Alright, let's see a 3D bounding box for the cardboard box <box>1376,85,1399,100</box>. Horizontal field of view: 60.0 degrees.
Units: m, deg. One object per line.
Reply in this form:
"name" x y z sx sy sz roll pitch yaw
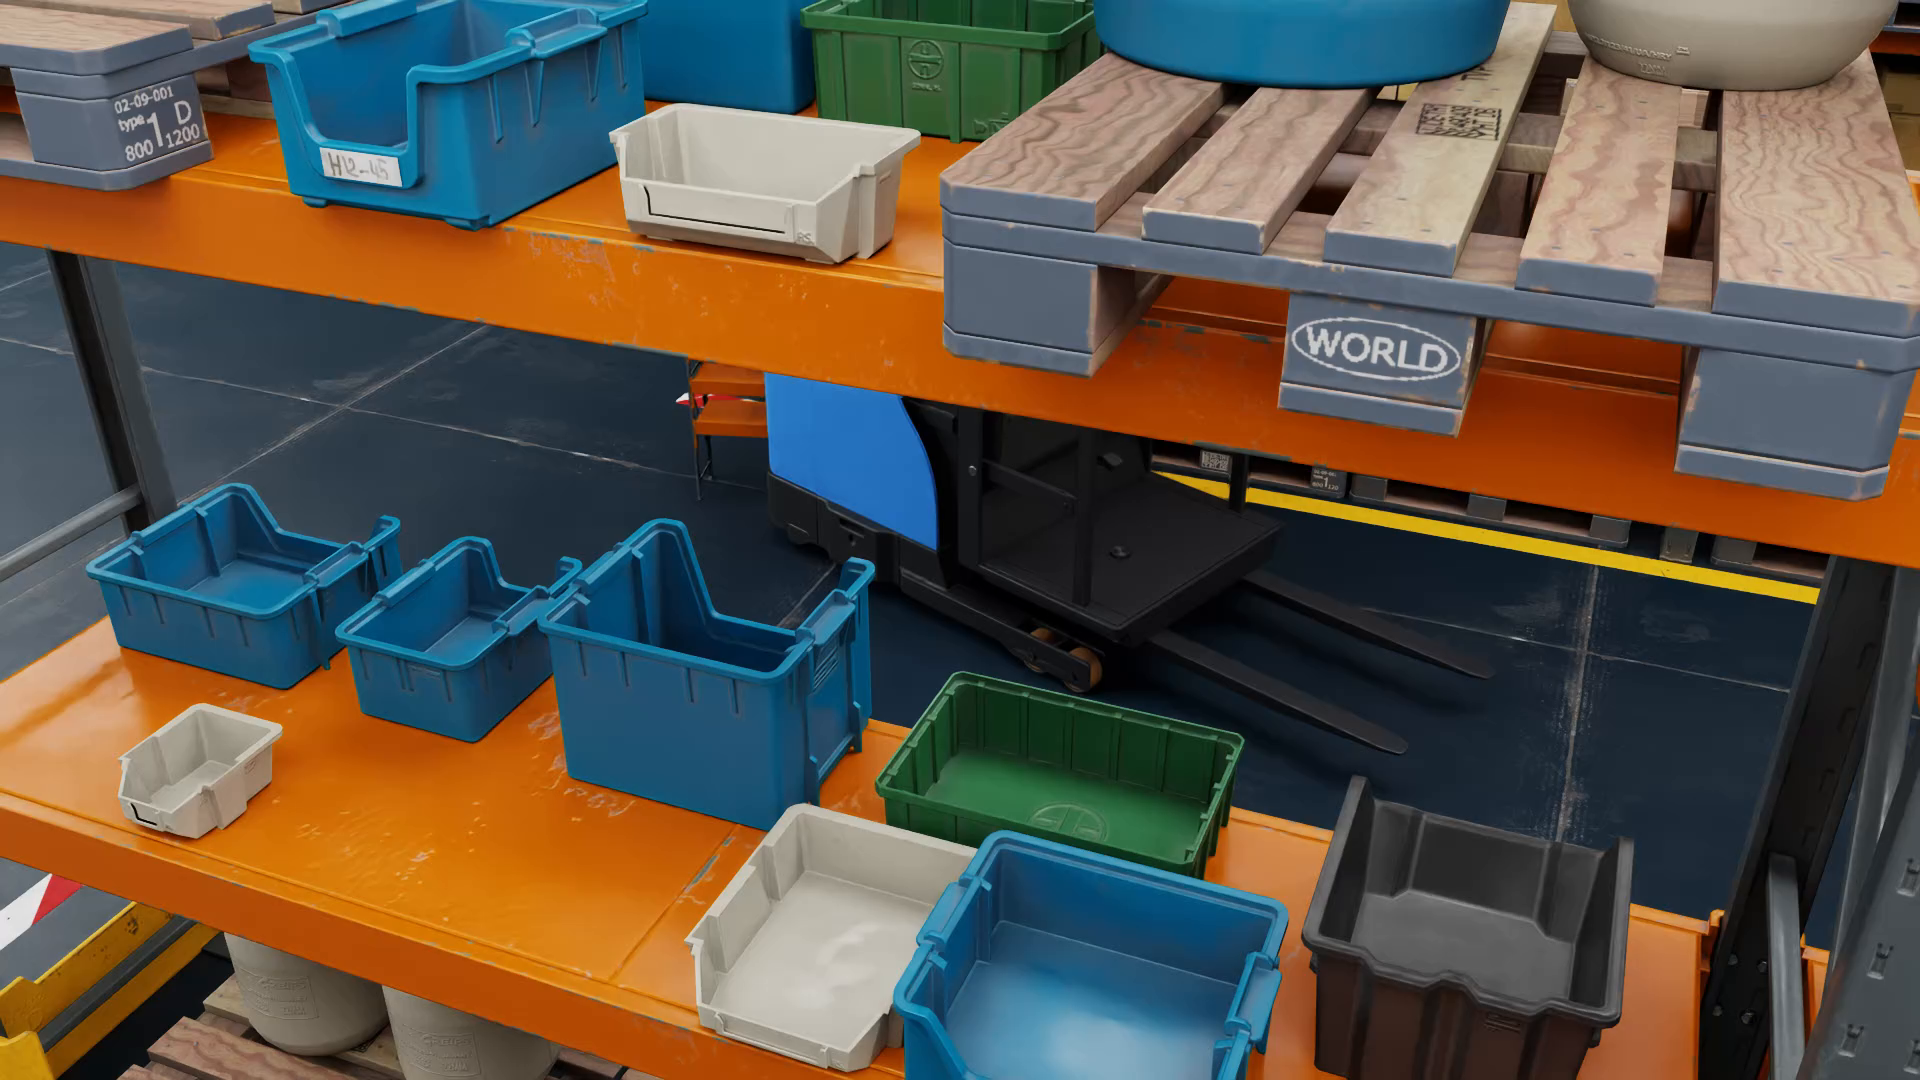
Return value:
"cardboard box" 1.721 -1.950 6.891 0.250 0.149 0.380 12 32 21

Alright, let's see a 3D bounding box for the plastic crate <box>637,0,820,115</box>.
"plastic crate" -0.462 -1.002 2.941 0.575 0.384 0.392 11 31 19

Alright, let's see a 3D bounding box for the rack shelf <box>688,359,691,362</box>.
"rack shelf" -0.931 -0.883 7.276 0.480 0.148 0.258 3 30 6

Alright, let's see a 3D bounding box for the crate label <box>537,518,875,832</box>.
"crate label" -0.535 0.284 3.664 0.616 0.435 0.502 11 31 19

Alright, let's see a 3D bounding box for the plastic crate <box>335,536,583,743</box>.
"plastic crate" -1.167 0.225 3.954 0.408 0.251 0.499 11 31 19

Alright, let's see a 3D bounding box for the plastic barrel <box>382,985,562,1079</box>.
"plastic barrel" -1.239 1.162 4.248 0.421 0.512 0.421 0 29 0

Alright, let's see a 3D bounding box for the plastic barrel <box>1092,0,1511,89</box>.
"plastic barrel" 0.482 -1.118 2.195 0.708 0.901 0.600 11 31 19

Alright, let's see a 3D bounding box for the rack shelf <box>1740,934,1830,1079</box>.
"rack shelf" 3.217 1.505 2.270 4.000 0.370 1.077 11 31 19

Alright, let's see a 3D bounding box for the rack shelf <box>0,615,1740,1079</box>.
"rack shelf" -0.489 0.765 3.579 4.000 0.370 1.077 11 31 19

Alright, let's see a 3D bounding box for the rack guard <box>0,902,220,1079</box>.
"rack guard" -2.254 1.163 4.685 0.348 0.500 1.175 11 31 19

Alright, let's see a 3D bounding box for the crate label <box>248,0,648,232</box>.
"crate label" -0.732 -0.662 2.476 0.408 0.251 0.502 11 31 19

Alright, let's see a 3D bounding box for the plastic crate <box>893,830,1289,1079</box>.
"plastic crate" 0.236 0.806 2.928 0.616 0.251 0.499 11 31 19

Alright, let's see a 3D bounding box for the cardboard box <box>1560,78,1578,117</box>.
"cardboard box" 2.425 -1.809 6.640 0.250 0.149 0.380 10 31 18

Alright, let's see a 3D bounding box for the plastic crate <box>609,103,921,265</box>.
"plastic crate" -0.275 -0.482 2.274 0.396 0.136 0.243 11 31 19

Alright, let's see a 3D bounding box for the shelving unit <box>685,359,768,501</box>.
"shelving unit" -0.931 -0.747 7.353 0.503 1.200 0.258 3 30 6

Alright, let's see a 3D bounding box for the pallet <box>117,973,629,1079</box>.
"pallet" -1.504 1.441 4.486 1.213 0.211 1.003 11 31 19

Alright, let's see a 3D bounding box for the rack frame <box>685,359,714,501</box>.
"rack frame" -1.173 -0.761 7.377 0.015 1.200 0.240 3 30 6

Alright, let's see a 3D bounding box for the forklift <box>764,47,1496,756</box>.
"forklift" 0.587 -0.995 6.032 3.031 2.935 1.130 25 38 36

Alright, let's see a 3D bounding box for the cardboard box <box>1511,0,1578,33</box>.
"cardboard box" 2.348 -2.216 6.703 0.500 0.500 0.700 11 31 19

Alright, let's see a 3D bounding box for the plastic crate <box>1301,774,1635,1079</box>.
"plastic crate" 0.927 0.694 3.037 0.504 0.338 0.767 11 31 19

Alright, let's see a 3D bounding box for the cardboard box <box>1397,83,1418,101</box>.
"cardboard box" 1.955 -1.904 6.809 0.250 0.149 0.380 11 31 19

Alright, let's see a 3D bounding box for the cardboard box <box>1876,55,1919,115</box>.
"cardboard box" 6.187 -2.917 10.693 0.500 0.250 0.500 11 31 18

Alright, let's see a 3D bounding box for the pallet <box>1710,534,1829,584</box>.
"pallet" 3.927 -0.104 7.219 1.213 0.211 1.003 11 31 19

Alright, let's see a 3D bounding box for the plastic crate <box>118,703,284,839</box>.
"plastic crate" -1.634 0.509 3.569 0.250 0.136 0.298 11 31 19

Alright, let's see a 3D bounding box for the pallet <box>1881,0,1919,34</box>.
"pallet" 5.742 -3.404 10.419 1.213 0.211 1.003 11 31 19

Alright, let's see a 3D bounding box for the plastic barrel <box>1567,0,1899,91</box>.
"plastic barrel" 1.039 -0.885 2.178 0.421 0.512 0.421 0 29 0

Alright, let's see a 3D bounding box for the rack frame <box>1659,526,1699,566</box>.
"rack frame" 3.230 -1.436 6.742 0.127 3.000 1.000 11 31 19

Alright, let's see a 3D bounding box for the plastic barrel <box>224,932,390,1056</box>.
"plastic barrel" -1.704 1.069 4.412 0.421 0.512 0.421 0 29 0

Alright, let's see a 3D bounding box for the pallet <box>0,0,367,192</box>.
"pallet" -1.613 -0.944 3.016 1.213 0.211 1.003 11 31 19

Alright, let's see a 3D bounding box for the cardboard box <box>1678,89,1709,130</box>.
"cardboard box" 2.897 -1.715 6.474 0.250 0.149 0.380 11 31 19

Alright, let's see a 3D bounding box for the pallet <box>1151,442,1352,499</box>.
"pallet" 1.374 -0.613 8.120 1.213 0.211 1.003 11 31 19

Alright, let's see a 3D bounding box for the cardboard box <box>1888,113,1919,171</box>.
"cardboard box" 6.275 -2.597 10.890 0.500 0.500 0.700 11 31 18

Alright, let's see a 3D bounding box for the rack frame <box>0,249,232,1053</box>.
"rack frame" -2.342 0.082 4.057 0.127 3.000 1.000 11 31 19

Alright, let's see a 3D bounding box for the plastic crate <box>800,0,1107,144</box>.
"plastic crate" 0.004 -0.808 2.798 0.450 0.188 0.336 11 31 19

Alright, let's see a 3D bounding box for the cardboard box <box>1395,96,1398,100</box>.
"cardboard box" 1.862 -1.748 7.193 0.500 0.500 0.700 12 32 20

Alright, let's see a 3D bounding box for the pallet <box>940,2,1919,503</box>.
"pallet" 0.659 -0.491 2.213 1.003 0.211 1.213 11 31 19

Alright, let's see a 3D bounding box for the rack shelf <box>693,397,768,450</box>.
"rack shelf" -0.931 -0.516 7.483 0.480 0.148 0.258 3 30 6

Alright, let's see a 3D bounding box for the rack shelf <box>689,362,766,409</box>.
"rack shelf" -0.931 -0.689 7.386 0.480 0.148 0.258 3 30 6

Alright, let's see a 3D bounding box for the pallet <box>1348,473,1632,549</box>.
"pallet" 2.509 -0.388 7.722 1.213 0.211 1.003 11 31 19

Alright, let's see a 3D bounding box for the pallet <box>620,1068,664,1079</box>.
"pallet" -0.377 1.668 4.085 1.213 0.211 1.003 11 31 19

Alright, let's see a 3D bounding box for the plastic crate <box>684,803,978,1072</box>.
"plastic crate" -0.236 0.752 3.140 0.437 0.136 0.530 11 31 19

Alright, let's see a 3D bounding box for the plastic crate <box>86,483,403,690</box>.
"plastic crate" -1.766 0.103 4.171 0.616 0.251 0.499 11 31 19

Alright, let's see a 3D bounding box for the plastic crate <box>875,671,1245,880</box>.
"plastic crate" 0.212 0.534 3.472 0.662 0.188 0.450 11 31 19

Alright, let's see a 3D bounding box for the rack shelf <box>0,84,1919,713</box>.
"rack shelf" -0.489 -0.541 2.841 4.000 0.370 1.077 11 31 19

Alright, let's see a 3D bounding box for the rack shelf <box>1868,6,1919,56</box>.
"rack shelf" 6.942 -3.012 10.262 4.000 0.370 1.077 11 31 19

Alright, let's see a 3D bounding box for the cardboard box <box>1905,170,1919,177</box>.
"cardboard box" 3.703 -1.300 6.653 0.500 0.250 0.500 13 32 22
